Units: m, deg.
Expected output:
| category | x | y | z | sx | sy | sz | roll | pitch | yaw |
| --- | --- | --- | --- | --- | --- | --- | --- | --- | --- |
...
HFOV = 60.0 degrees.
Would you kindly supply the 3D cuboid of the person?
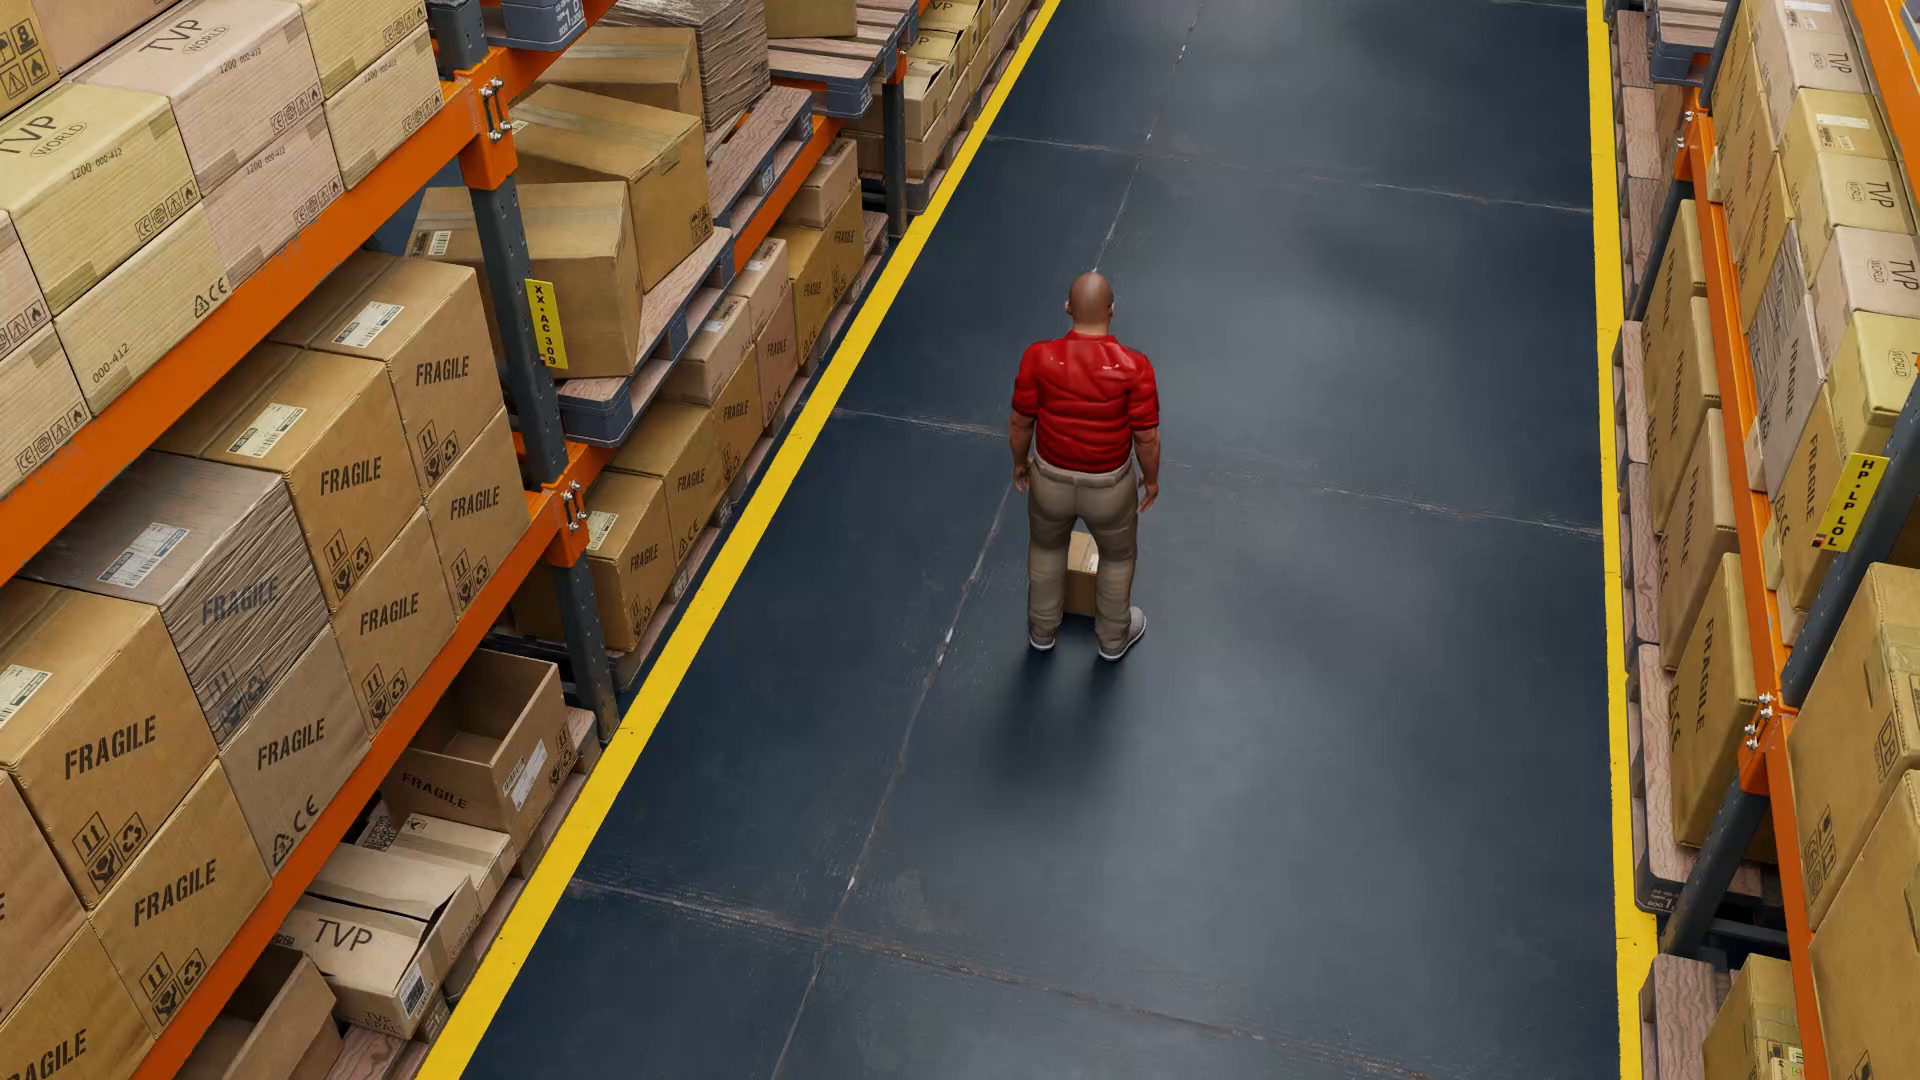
| category | x | y | z | sx | sy | sz | roll | pitch | yaw |
| --- | --- | --- | --- | --- | --- | --- | --- | --- | --- |
| person | 0.481 | -0.249 | 6.457 | 0.584 | 1.726 | 0.391 | 9 | 42 | 10 |
